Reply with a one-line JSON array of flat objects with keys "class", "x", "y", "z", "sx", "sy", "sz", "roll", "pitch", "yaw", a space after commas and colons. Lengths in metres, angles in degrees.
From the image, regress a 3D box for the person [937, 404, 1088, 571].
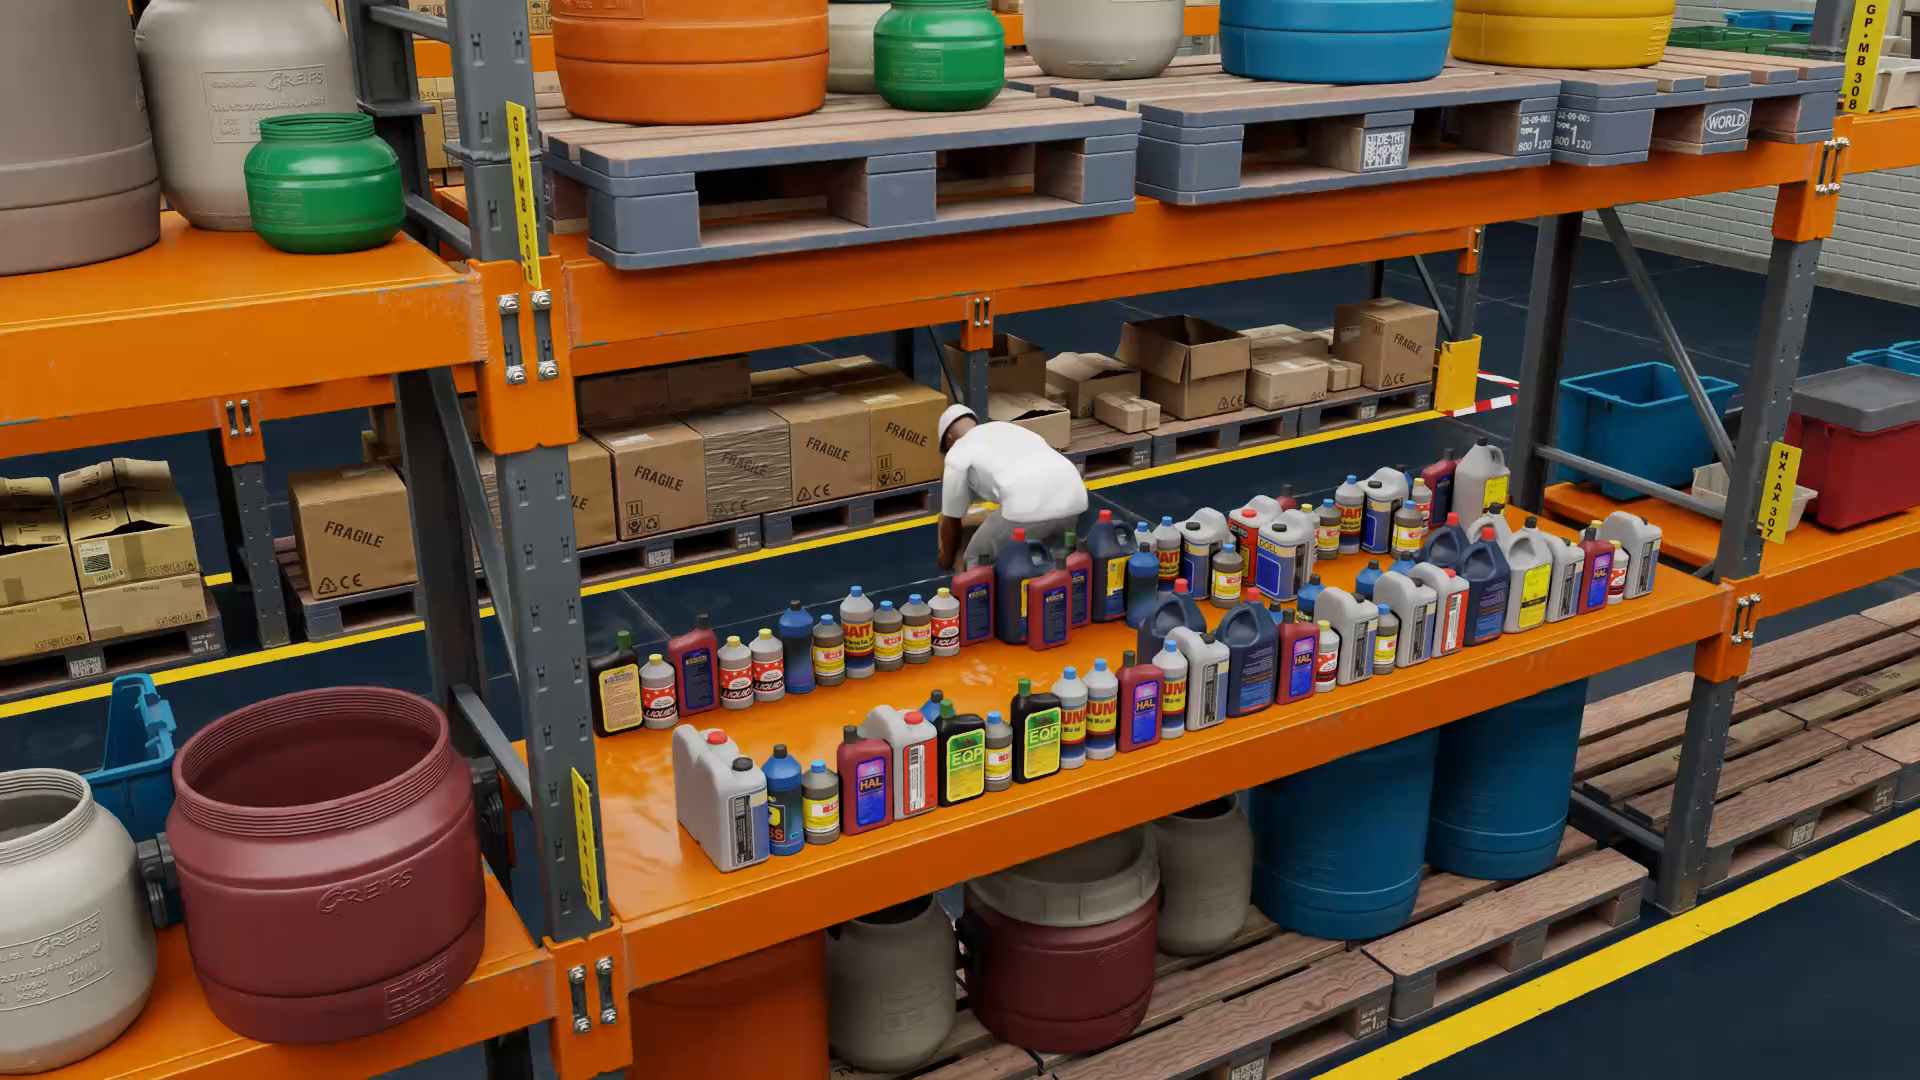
[{"class": "person", "x": 0.201, "y": -0.049, "z": 8.103, "sx": 0.515, "sy": 1.083, "sz": 0.965, "roll": -14, "pitch": 25, "yaw": -31}]
